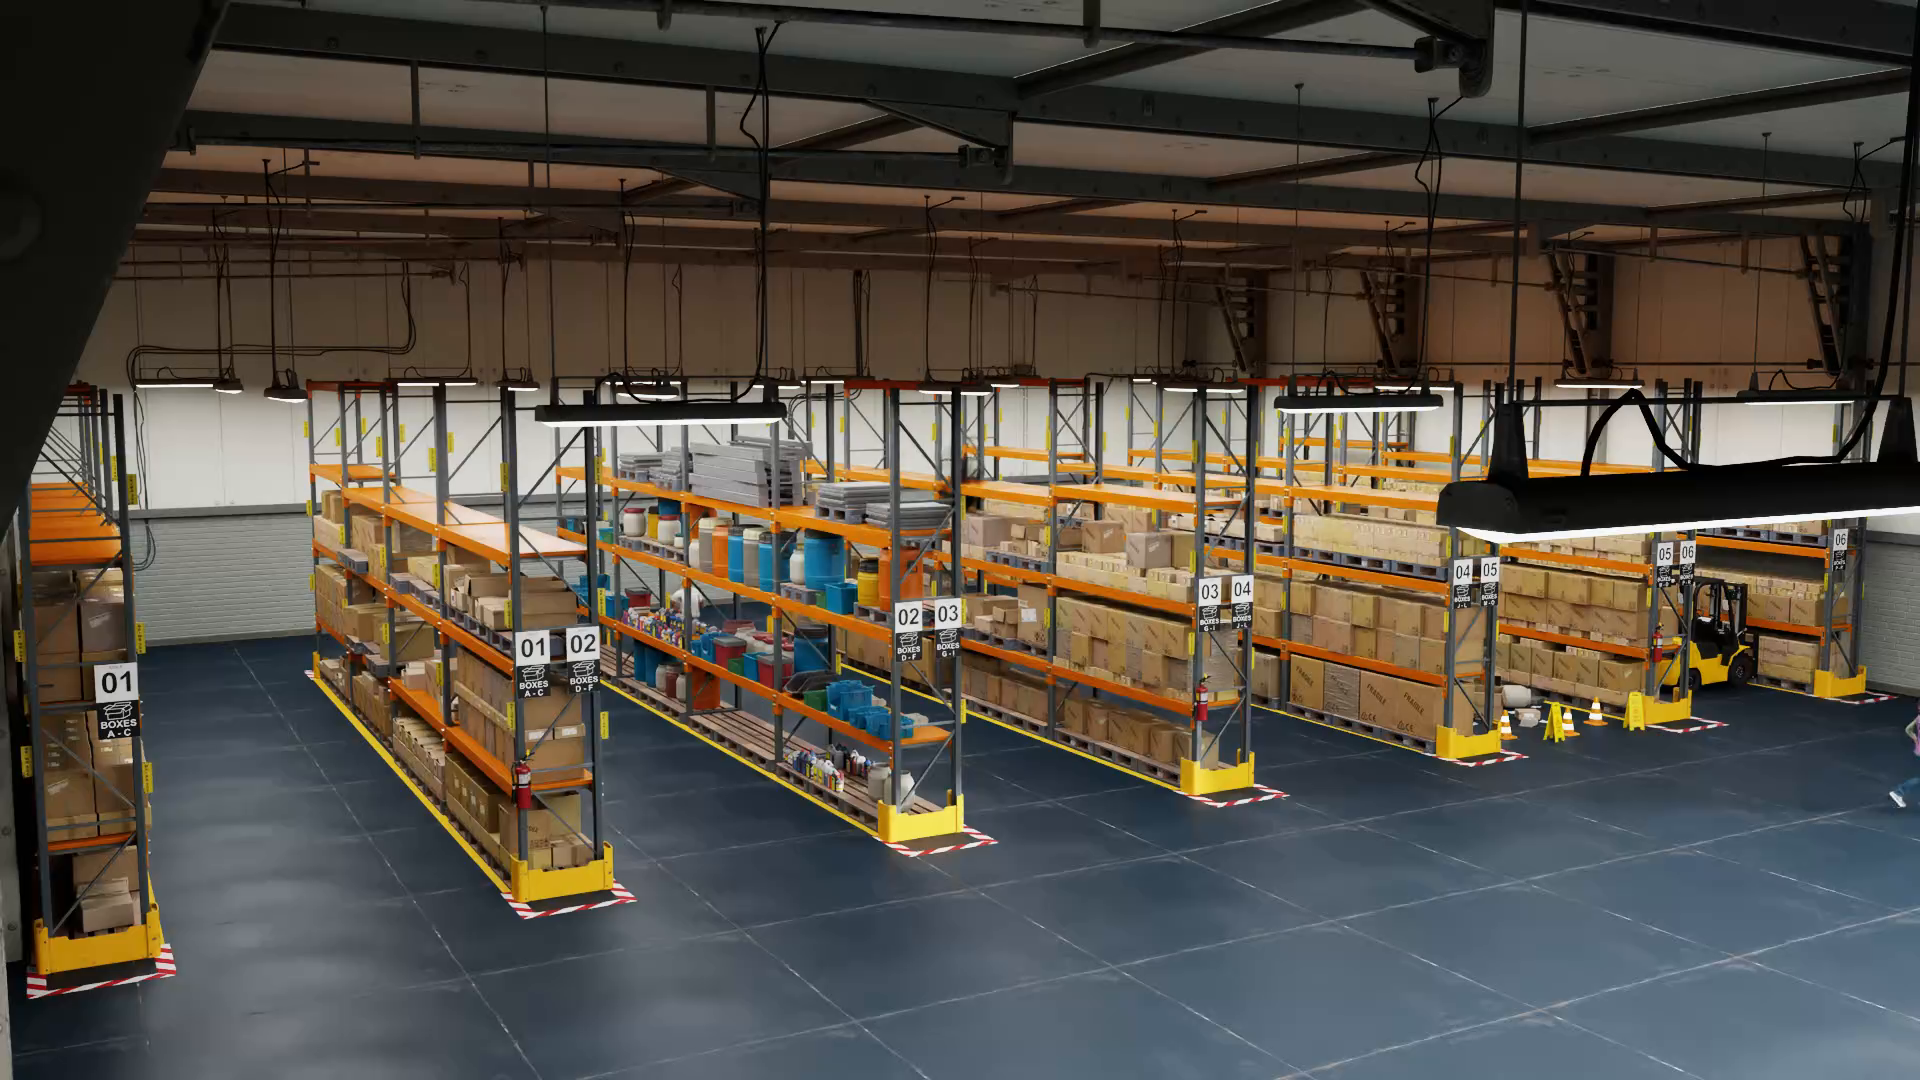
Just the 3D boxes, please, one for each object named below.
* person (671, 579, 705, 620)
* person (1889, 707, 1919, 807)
[{"bbox_3d":[-5.803,1.660,35.698,0.699,1.771,0.917,-4,7,-32],"label":"person"},{"bbox_3d":[13.566,3.043,23.384,0.879,1.586,0.544,2,6,15],"label":"person"}]
